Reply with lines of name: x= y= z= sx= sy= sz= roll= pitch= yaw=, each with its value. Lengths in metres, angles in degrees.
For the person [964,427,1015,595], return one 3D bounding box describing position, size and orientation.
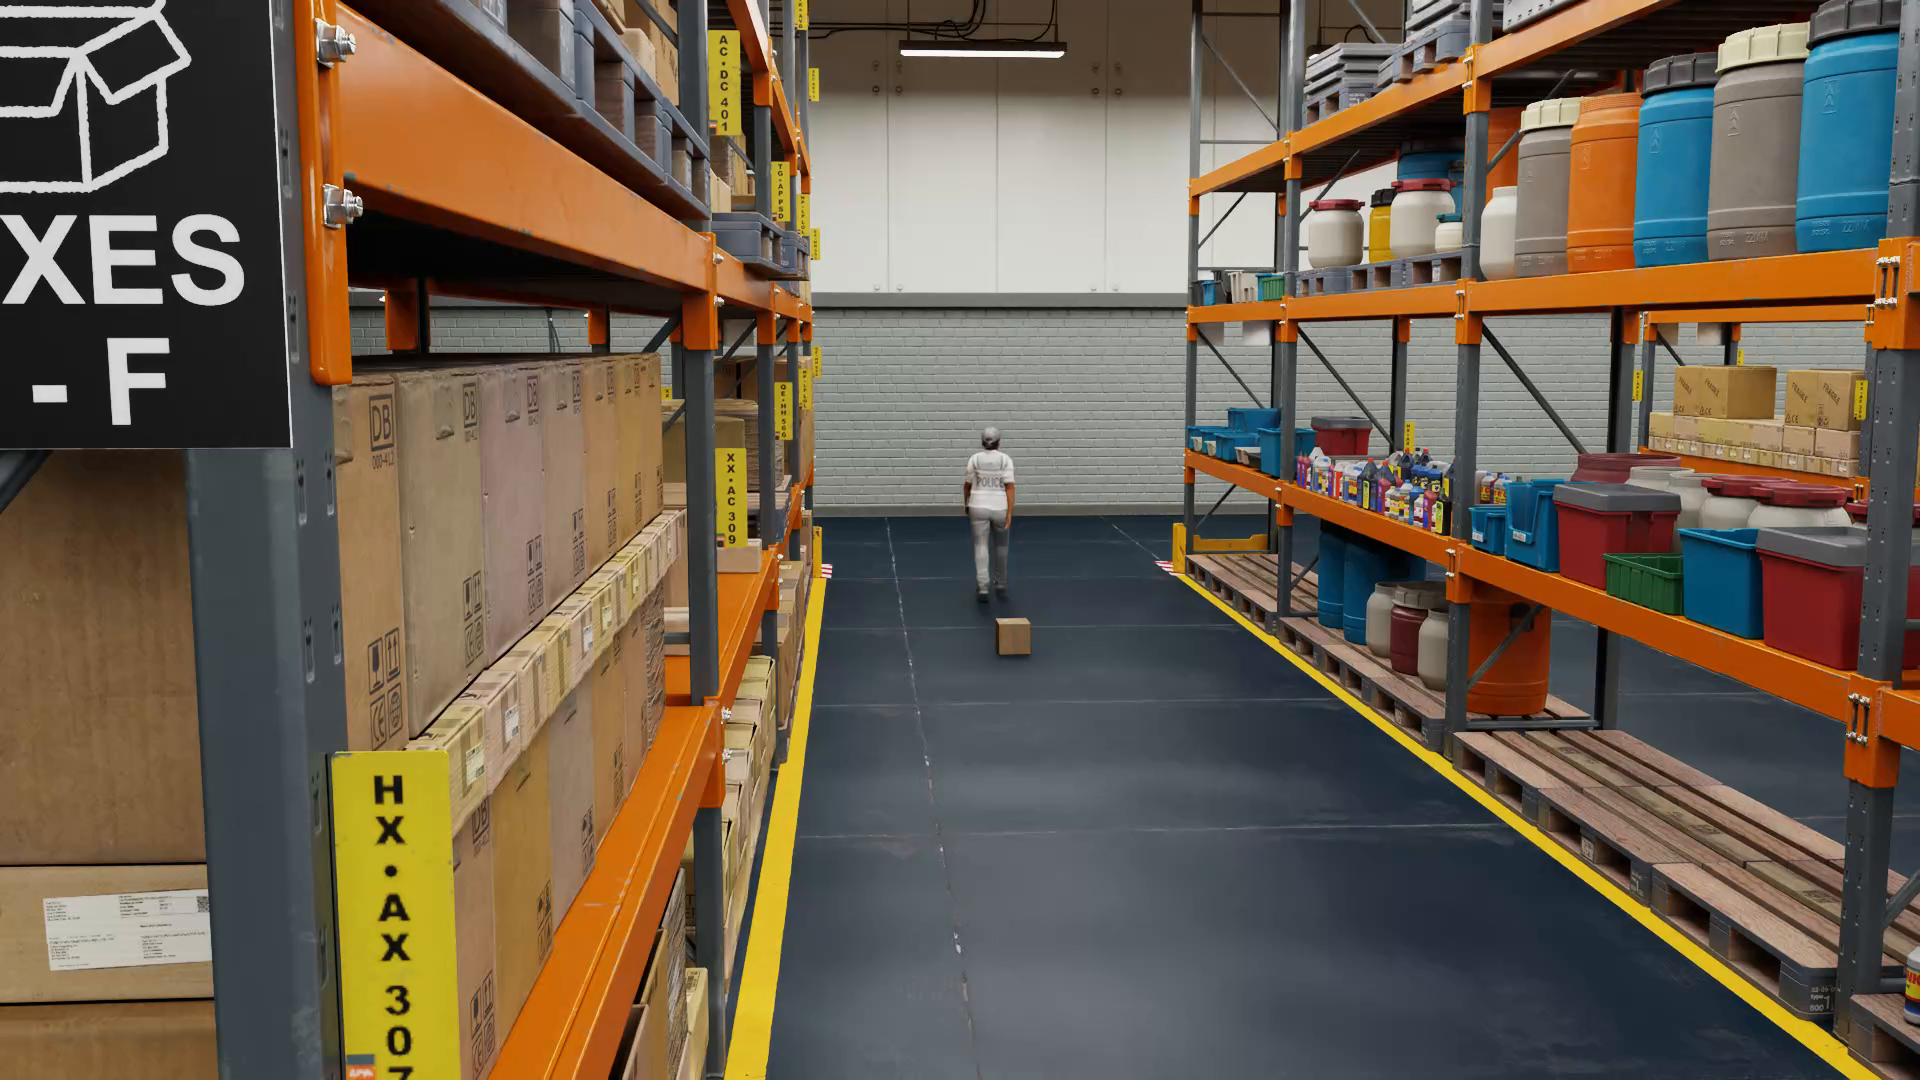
person: x=0.278 y=-0.297 z=16.095 sx=0.486 sy=1.599 sz=1.007 roll=0 pitch=7 yaw=-2
